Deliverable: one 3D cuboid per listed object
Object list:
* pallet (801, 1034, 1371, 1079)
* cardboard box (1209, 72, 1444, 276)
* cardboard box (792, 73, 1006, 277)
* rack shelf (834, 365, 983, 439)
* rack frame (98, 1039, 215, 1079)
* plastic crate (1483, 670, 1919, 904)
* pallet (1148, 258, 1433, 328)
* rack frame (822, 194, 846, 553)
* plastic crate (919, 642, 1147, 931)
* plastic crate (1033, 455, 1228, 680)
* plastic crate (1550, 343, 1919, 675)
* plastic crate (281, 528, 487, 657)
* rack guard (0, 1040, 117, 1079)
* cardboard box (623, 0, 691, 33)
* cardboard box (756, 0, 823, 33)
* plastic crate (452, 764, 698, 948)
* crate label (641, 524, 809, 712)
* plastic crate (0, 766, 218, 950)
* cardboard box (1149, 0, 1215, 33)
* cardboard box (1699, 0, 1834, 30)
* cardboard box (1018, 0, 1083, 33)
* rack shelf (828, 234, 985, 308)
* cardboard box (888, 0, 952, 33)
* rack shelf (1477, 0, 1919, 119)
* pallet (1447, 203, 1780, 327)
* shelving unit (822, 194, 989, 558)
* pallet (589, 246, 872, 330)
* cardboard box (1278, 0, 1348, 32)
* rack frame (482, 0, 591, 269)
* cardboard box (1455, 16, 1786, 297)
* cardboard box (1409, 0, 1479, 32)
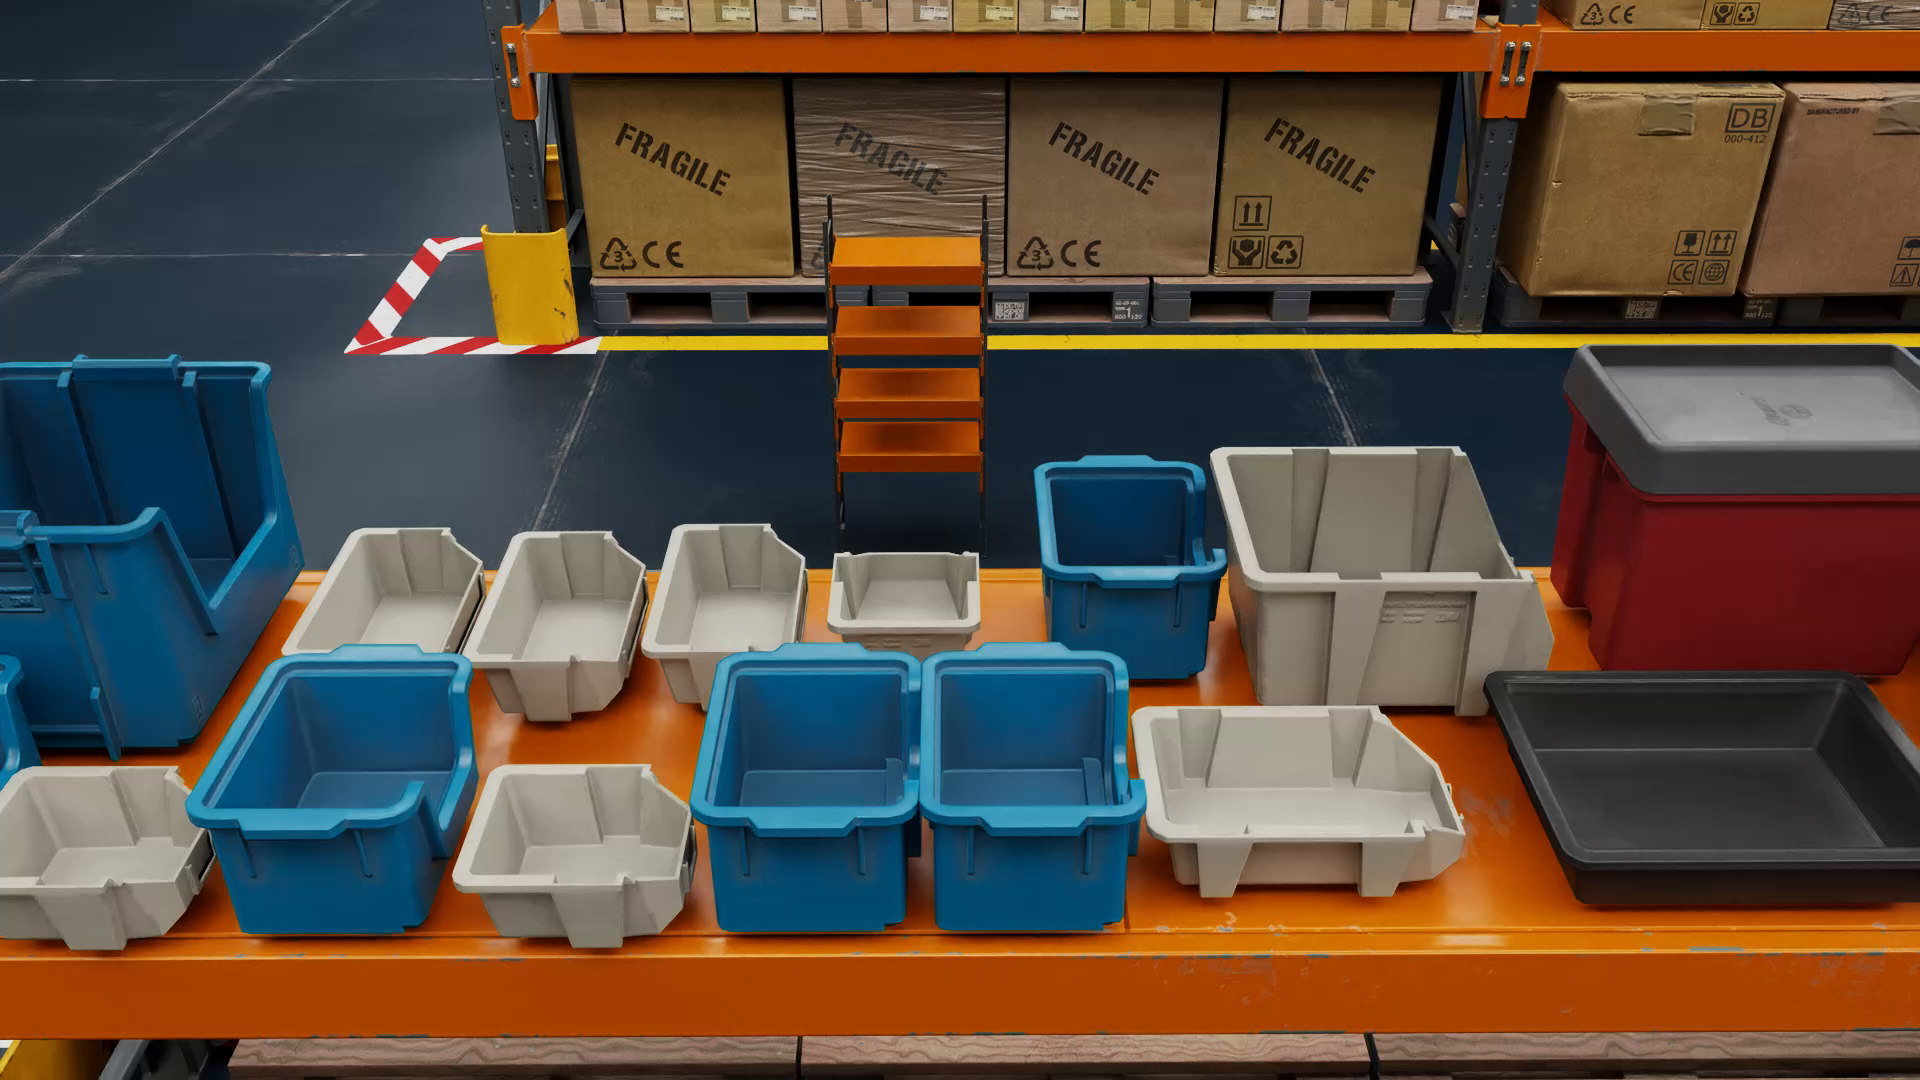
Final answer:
[{"bbox_3d":[0.271,1.356,3.311,1.213,0.211,1.003,0,31,0],"label":"pallet"},{"bbox_3d":[1.539,-1.744,7.375,0.875,0.875,0.875,0,31,0],"label":"cardboard box"},{"bbox_3d":[-0.251,-1.738,7.366,0.875,0.875,0.875,0,31,0],"label":"cardboard box"},{"bbox_3d":[-0.166,-0.455,5.473,0.480,0.148,0.258,0,31,0],"label":"rack shelf"},{"bbox_3d":[-1.771,0.149,2.613,0.127,3.000,1.000,0,31,0],"label":"rack frame"},{"bbox_3d":[1.112,0.371,2.454,0.590,0.125,0.437,0,31,0],"label":"plastic crate"},{"bbox_3d":[1.438,-1.279,7.655,1.213,0.211,1.003,0,31,0],"label":"pallet"},{"bbox_3d":[-0.410,-0.512,5.437,0.015,1.200,0.240,0,31,0],"label":"rack frame"},{"bbox_3d":[0.095,0.360,2.369,0.300,0.233,0.416,0,31,0],"label":"plastic crate"},{"bbox_3d":[0.281,0.055,2.871,0.300,0.233,0.416,0,31,0],"label":"plastic crate"},{"bbox_3d":[1.335,-0.044,2.811,0.583,0.464,0.402,0,31,0],"label":"plastic crate"},{"bbox_3d":[-0.956,0.139,2.825,0.243,0.136,0.396,0,31,0],"label":"plastic crate"},{"bbox_3d":[-1.795,1.224,3.250,0.348,0.500,1.175,0,31,0],"label":"rack guard"},{"bbox_3d":[-1.187,-2.145,6.635,0.250,0.149,0.380,-1,31,-1],"label":"cardboard box"},{"bbox_3d":[-0.670,-2.147,6.639,0.250,0.149,0.380,-1,31,-1],"label":"cardboard box"},{"bbox_3d":[-0.522,0.446,2.320,0.298,0.136,0.250,0,31,0],"label":"plastic crate"},{"bbox_3d":[-0.388,0.132,2.837,0.243,0.136,0.396,0,31,0],"label":"crate label"},{"bbox_3d":[-1.201,0.448,2.317,0.298,0.136,0.250,0,31,0],"label":"plastic crate"},{"bbox_3d":[0.867,-2.151,6.646,0.250,0.149,0.380,0,31,1],"label":"cardboard box"},{"bbox_3d":[3.164,-2.350,6.634,0.500,0.500,0.500,0,31,0],"label":"cardboard box"},{"bbox_3d":[0.357,-2.150,6.644,0.250,0.149,0.380,0,31,1],"label":"cardboard box"},{"bbox_3d":[-0.166,-0.848,5.234,0.480,0.148,0.258,0,31,0],"label":"rack shelf"},{"bbox_3d":[-0.158,-2.148,6.641,0.250,0.149,0.380,0,31,-1],"label":"cardboard box"},{"bbox_3d":[4.199,-2.132,7.065,4.000,0.370,1.077,0,31,0],"label":"rack shelf"},{"bbox_3d":[2.970,-1.282,7.660,1.213,0.211,1.003,0,31,0],"label":"pallet"},{"bbox_3d":[-0.166,-0.512,5.438,0.503,1.200,0.258,0,31,0],"label":"shelving unit"},{"bbox_3d":[-1.001,-1.271,7.642,1.213,0.211,1.003,0,31,0],"label":"pallet"},{"bbox_3d":[1.382,-2.153,6.649,0.250,0.149,0.380,-1,31,-1],"label":"cardboard box"},{"bbox_3d":[-1.801,-2.420,6.848,0.127,3.000,1.000,0,31,0],"label":"rack frame"},{"bbox_3d":[2.839,-1.717,7.331,0.875,0.875,1.225,0,31,0],"label":"cardboard box"},{"bbox_3d":[1.896,-2.155,6.652,0.250,0.149,0.380,0,31,0],"label":"cardboard box"}]
